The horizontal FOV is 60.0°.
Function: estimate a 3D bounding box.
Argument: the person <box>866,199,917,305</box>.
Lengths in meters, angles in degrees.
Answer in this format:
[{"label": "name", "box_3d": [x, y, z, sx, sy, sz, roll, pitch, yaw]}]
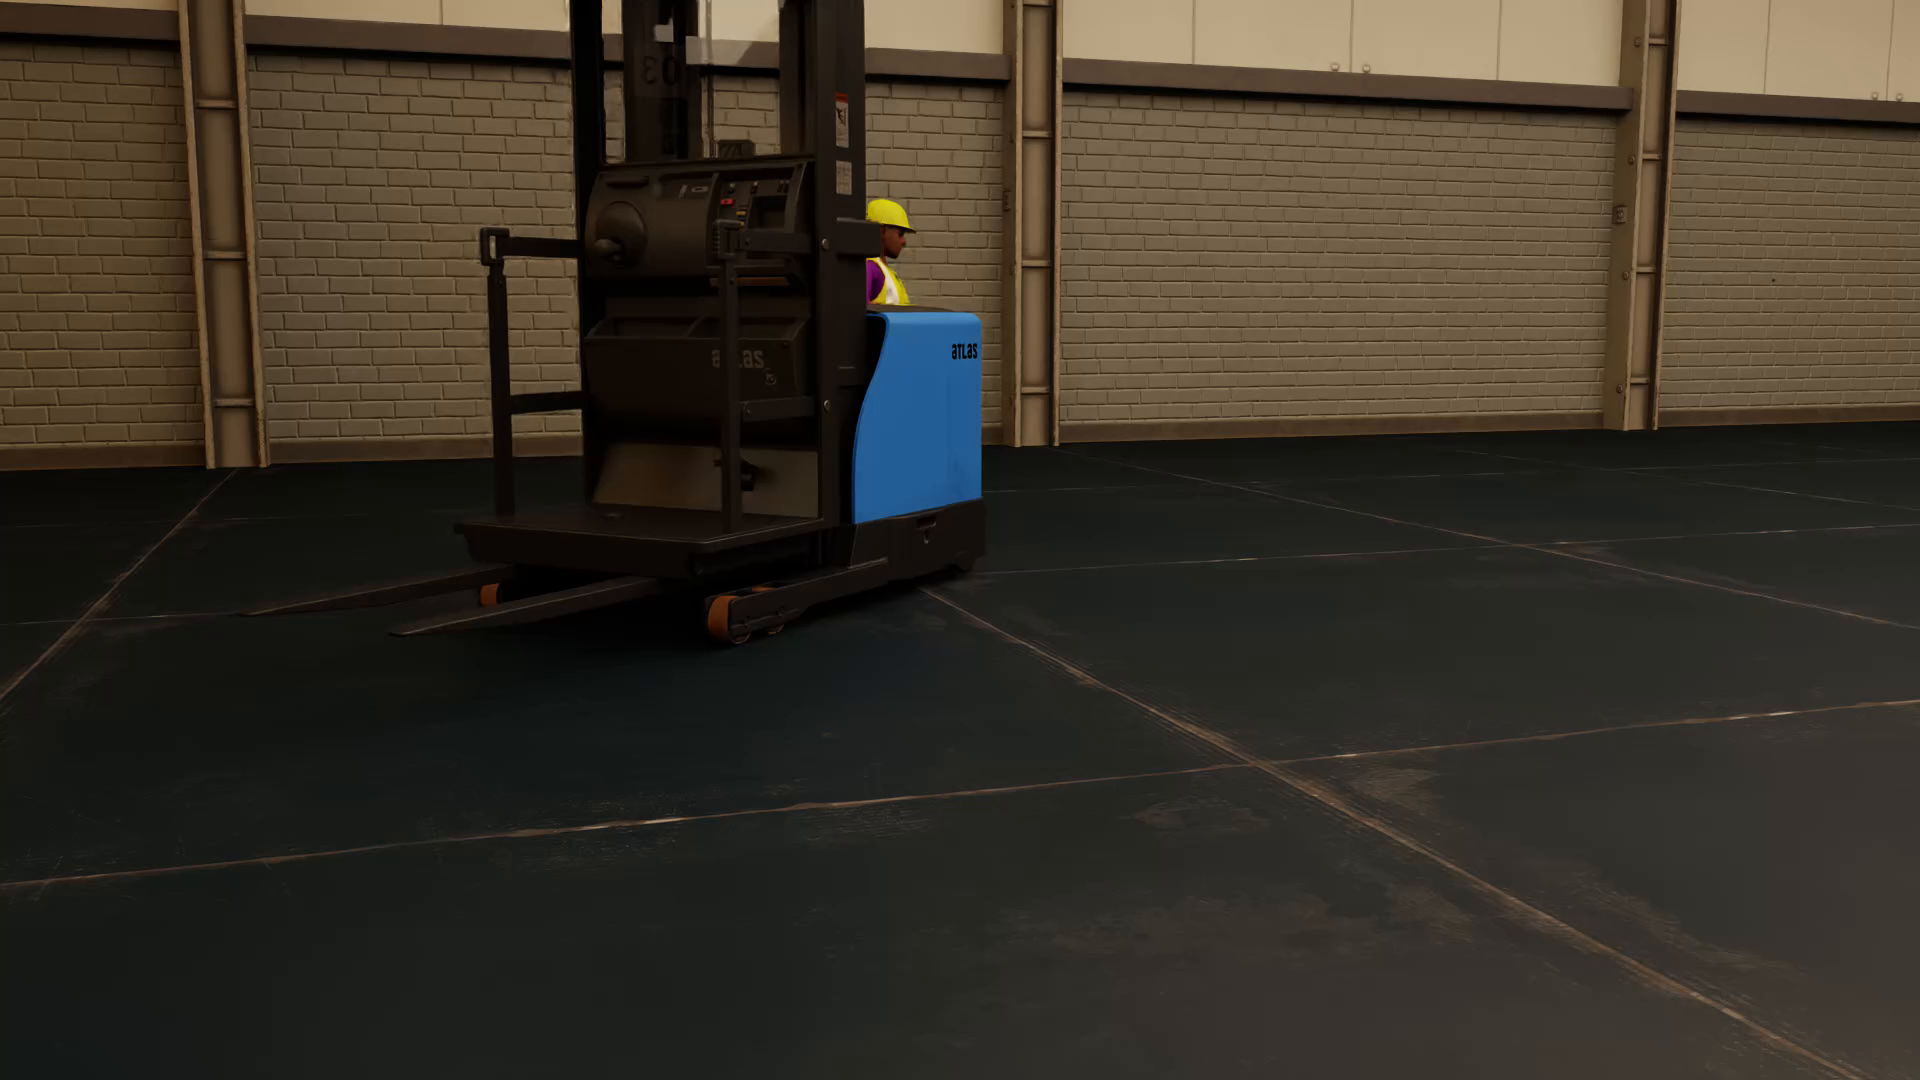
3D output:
[{"label": "person", "box_3d": [-0.367, -0.917, 8.464, 0.599, 1.617, 0.987, 1, 8, 8]}]

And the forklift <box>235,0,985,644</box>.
[{"label": "forklift", "box_3d": [-1.047, -1.180, 5.724, 1.130, 2.935, 3.031, 4, 9, 28]}]
